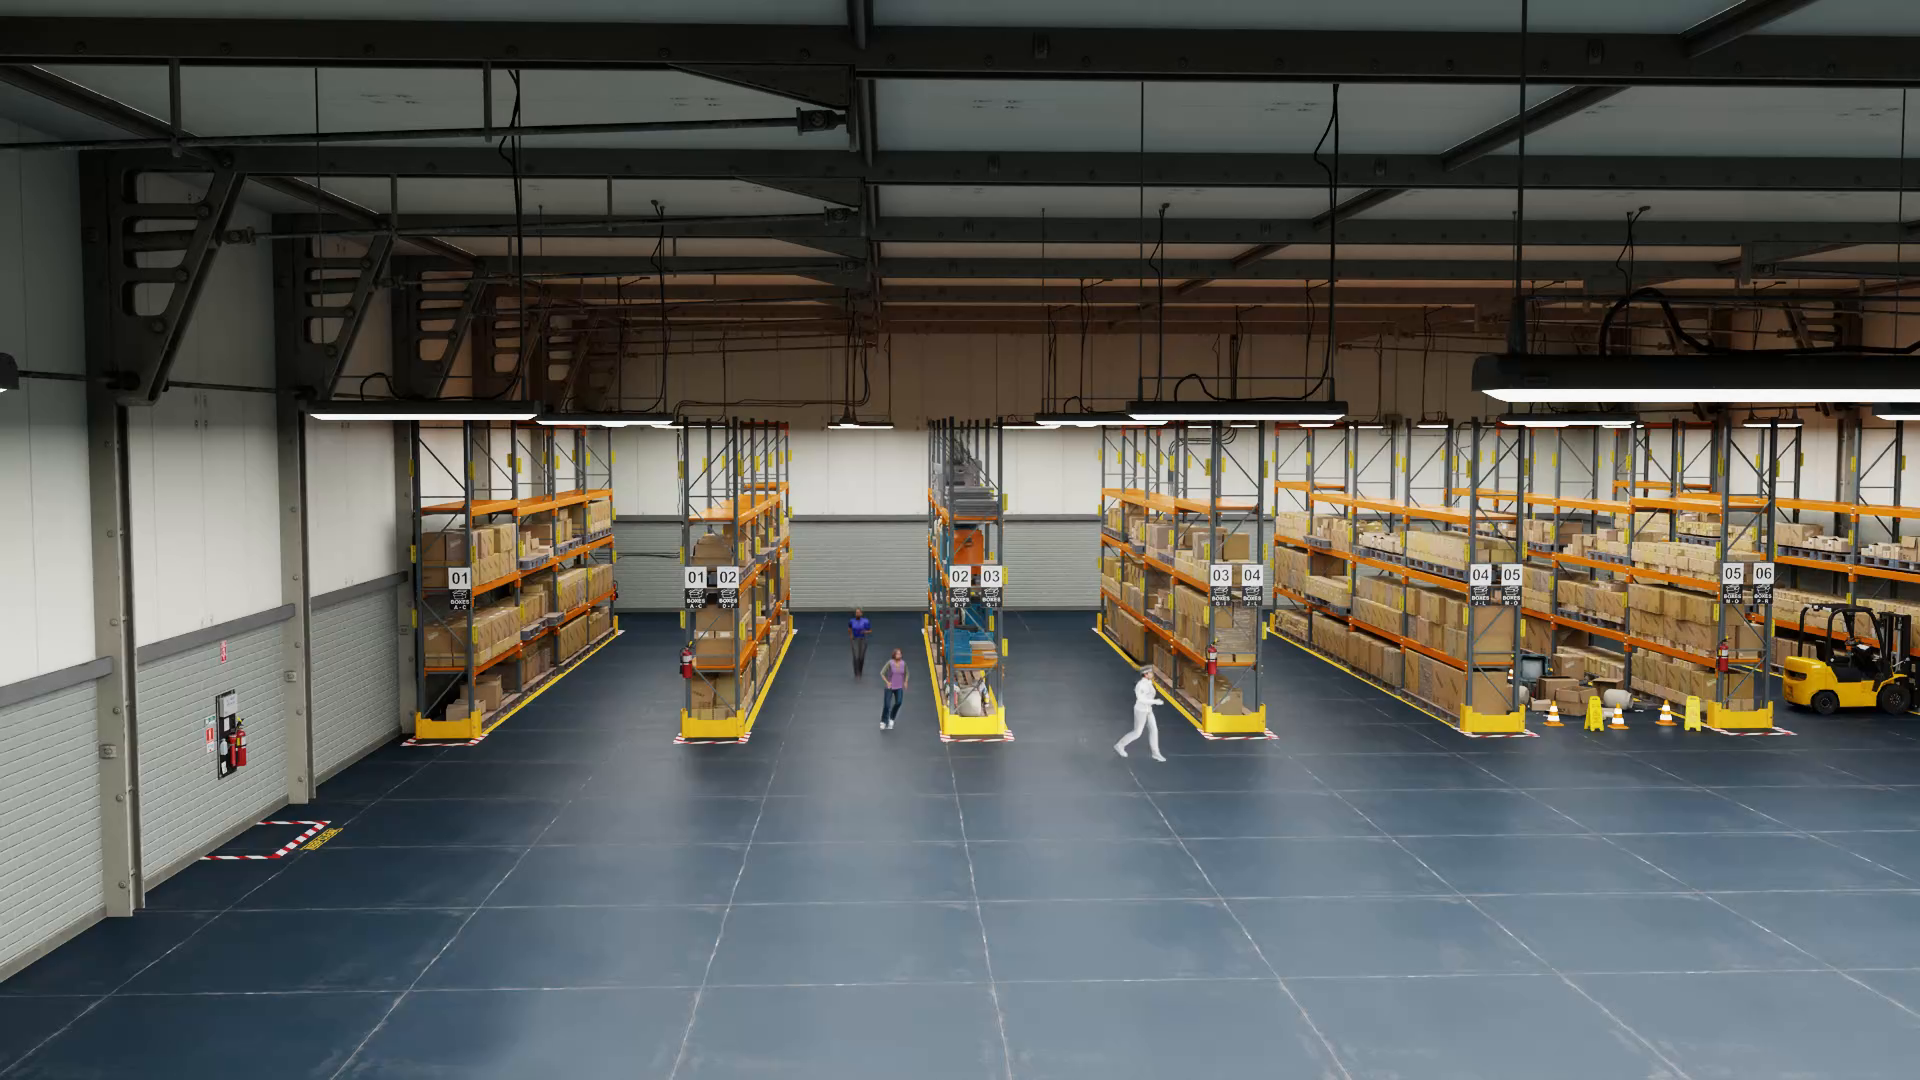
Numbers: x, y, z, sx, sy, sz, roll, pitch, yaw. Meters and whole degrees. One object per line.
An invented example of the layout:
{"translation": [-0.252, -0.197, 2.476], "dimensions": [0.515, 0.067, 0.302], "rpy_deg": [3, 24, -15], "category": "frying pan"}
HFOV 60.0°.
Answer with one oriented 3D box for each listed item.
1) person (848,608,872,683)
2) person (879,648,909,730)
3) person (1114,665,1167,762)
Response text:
{"translation": [-2.294, 2.430, 38.274], "dimensions": [0.560, 1.638, 0.858], "rpy_deg": [0, 4, -3], "category": "person"}
{"translation": [-1.248, 2.852, 31.942], "dimensions": [0.602, 1.545, 0.578], "rpy_deg": [-1, 4, -12], "category": "person"}
{"translation": [3.147, 2.993, 28.861], "dimensions": [0.926, 1.693, 0.584], "rpy_deg": [1, 4, 22], "category": "person"}
